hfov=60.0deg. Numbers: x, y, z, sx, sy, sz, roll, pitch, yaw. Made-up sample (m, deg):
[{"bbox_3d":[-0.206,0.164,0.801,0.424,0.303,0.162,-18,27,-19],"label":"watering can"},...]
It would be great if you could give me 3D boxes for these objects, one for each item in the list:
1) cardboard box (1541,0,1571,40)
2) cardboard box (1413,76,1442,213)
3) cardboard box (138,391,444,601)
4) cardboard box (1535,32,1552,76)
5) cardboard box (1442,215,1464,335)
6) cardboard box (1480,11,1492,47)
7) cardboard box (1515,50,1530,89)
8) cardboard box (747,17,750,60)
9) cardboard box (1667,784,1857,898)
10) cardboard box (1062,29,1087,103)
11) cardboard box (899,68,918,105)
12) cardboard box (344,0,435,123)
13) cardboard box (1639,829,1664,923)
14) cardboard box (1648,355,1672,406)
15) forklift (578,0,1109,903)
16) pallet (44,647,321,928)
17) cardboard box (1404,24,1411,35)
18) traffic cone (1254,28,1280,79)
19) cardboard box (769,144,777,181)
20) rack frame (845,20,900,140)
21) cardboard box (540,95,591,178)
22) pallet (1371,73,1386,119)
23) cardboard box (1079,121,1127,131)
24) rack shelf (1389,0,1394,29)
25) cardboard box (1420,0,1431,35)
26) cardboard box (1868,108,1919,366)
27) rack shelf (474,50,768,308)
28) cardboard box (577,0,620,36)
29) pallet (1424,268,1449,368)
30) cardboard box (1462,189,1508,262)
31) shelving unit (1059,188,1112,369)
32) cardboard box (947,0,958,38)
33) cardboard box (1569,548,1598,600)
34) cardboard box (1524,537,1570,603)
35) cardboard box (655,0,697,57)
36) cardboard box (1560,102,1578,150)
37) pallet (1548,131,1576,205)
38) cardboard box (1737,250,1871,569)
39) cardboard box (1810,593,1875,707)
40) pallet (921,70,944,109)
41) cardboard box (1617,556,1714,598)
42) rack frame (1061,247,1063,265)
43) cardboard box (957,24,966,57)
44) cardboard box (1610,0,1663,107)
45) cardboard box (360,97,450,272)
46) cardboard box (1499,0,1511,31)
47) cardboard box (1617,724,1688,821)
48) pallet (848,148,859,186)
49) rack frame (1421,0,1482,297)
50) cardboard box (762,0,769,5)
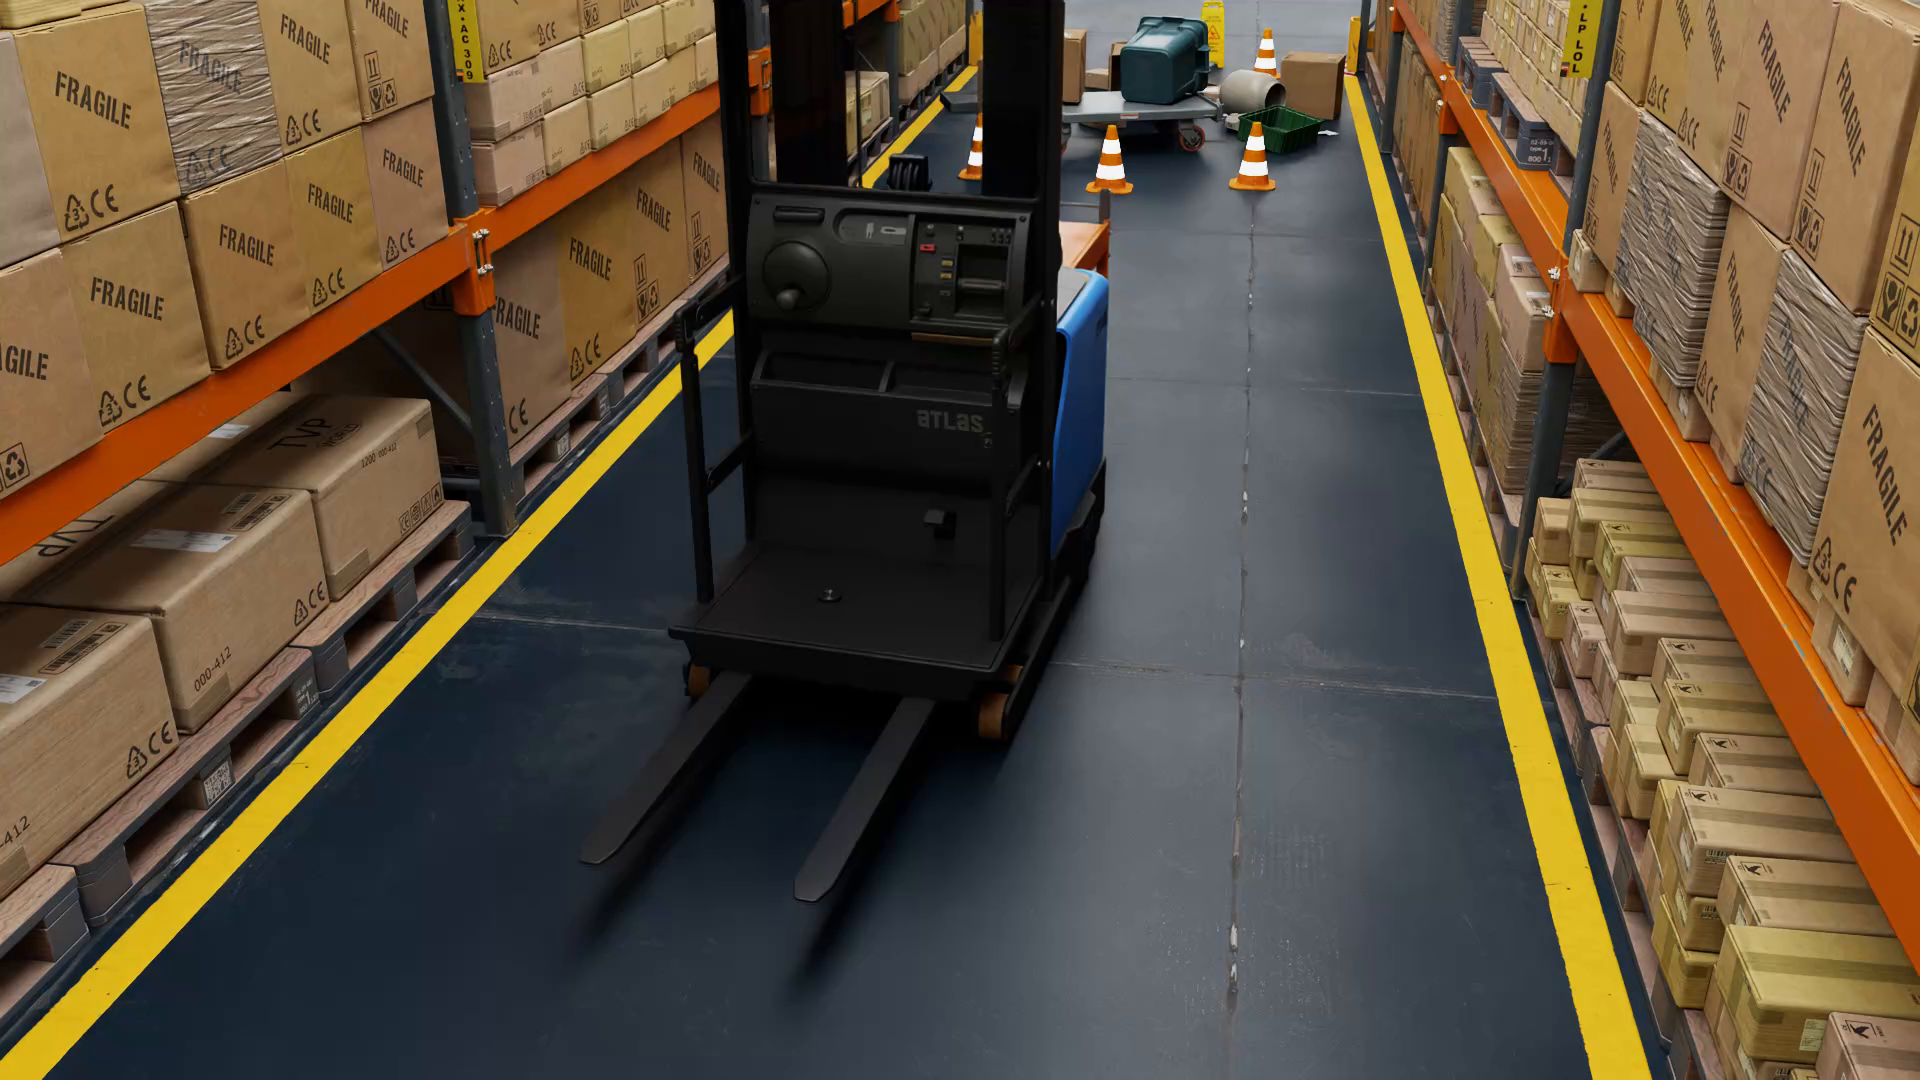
[{"bbox_3d":[2.667,-2.187,6.983,0.380,0.149,0.250,3,25,6],"label":"cardboard box"},{"bbox_3d":[3.562,-2.573,10.867,1.050,0.750,0.750,4,25,9],"label":"cardboard box"},{"bbox_3d":[-2.528,-0.190,6.144,0.875,0.438,0.875,4,25,8],"label":"cardboard box"},{"bbox_3d":[2.663,-2.057,7.057,0.380,0.149,0.250,4,25,9],"label":"cardboard box"},{"bbox_3d":[2.788,-1.357,8.564,0.500,0.500,0.500,4,25,9],"label":"cardboard box"},{"bbox_3d":[2.962,-2.691,8.761,0.380,0.149,0.250,4,25,8],"label":"cardboard box"},{"bbox_3d":[2.747,-2.136,7.576,0.380,0.149,0.250,4,25,9],"label":"cardboard box"},{"bbox_3d":[-1.492,-2.791,9.351,0.500,0.250,0.500,3,25,7],"label":"cardboard box"},{"bbox_3d":[1.872,0.713,3.855,0.380,0.149,0.250,5,26,10],"label":"cardboard box"},{"bbox_3d":[0.749,-3.861,13.516,0.500,0.500,0.500,4,25,9],"label":"cardboard box"},{"bbox_3d":[-0.649,-3.934,14.364,0.500,0.250,0.500,3,25,6],"label":"cardboard box"},{"bbox_3d":[-2.124,-1.697,5.539,0.500,0.500,0.500,4,25,8],"label":"cardboard box"},{"bbox_3d":[1.949,0.878,4.204,0.380,0.149,0.250,5,25,10],"label":"cardboard box"},{"bbox_3d":[2.095,-0.462,4.496,0.380,0.149,0.250,4,25,9],"label":"cardboard box"},{"bbox_3d":[-0.291,-0.857,5.123,1.130,2.935,3.031,7,26,14],"label":"forklift"},{"bbox_3d":[-2.718,0.672,5.065,1.003,0.211,1.213,4,25,9],"label":"pallet"},{"bbox_3d":[4.060,-3.946,13.654,0.875,0.875,0.875,4,25,9],"label":"cardboard box"},{"bbox_3d":[3.054,-4.861,16.588,0.336,0.463,0.334,4,25,9],"label":"traffic cone"},{"bbox_3d":[-1.563,-2.324,10.780,0.950,0.372,0.625,2,25,5],"label":"cardboard box"},{"bbox_3d":[-1.012,-4.761,13.383,1.000,3.000,0.127,4,25,9],"label":"rack frame"},{"bbox_3d":[-1.904,-1.729,7.083,0.500,0.250,0.500,3,25,7],"label":"cardboard box"},{"bbox_3d":[4.287,-4.022,15.093,1.003,0.211,1.213,4,25,9],"label":"pallet"},{"bbox_3d":[1.239,-3.715,14.373,0.258,0.266,0.396,-14,29,-27],"label":"cardboard box"},{"bbox_3d":[4.215,-4.971,14.680,1.077,0.370,4.000,4,25,9],"label":"rack shelf"},{"bbox_3d":[3.208,-3.457,10.480,0.500,0.500,0.500,4,25,8],"label":"cardboard box"},{"bbox_3d":[1.839,-0.495,2.621,0.500,0.500,0.500,3,25,7],"label":"cardboard box"},{"bbox_3d":[-1.993,-1.926,8.175,1.077,0.370,4.000,4,25,9],"label":"rack shelf"},{"bbox_3d":[-1.824,-2.502,7.259,0.500,0.500,0.500,3,25,7],"label":"cardboard box"},{"bbox_3d":[3.105,-1.198,9.060,1.003,0.211,1.213,4,25,9],"label":"pallet"},{"bbox_3d":[2.706,-1.495,7.975,0.500,0.250,0.500,4,25,9],"label":"cardboard box"},{"bbox_3d":[0.297,-0.879,7.301,0.538,1.125,1.048,7,26,14],"label":"shelving unit"},{"bbox_3d":[-0.314,-5.147,16.071,0.500,0.500,0.500,5,26,10],"label":"cardboard box"},{"bbox_3d":[2.253,0.093,5.529,0.380,0.149,0.250,4,25,9],"label":"cardboard box"},{"bbox_3d":[2.204,0.117,5.830,0.380,0.149,0.250,3,25,6],"label":"cardboard box"},{"bbox_3d":[-1.638,-2.596,8.345,0.500,0.250,0.500,3,25,7],"label":"cardboard box"},{"bbox_3d":[2.535,-1.583,6.396,0.380,0.149,0.250,4,25,8],"label":"cardboard box"},{"bbox_3d":[2.849,-1.337,6.295,1.003,0.211,1.213,4,25,9],"label":"pallet"},{"bbox_3d":[1.909,-0.255,3.288,0.500,0.500,0.500,4,25,9],"label":"cardboard box"},{"bbox_3d":[1.824,0.201,3.079,0.380,0.149,0.250,5,25,10],"label":"cardboard box"},{"bbox_3d":[-0.740,-4.293,15.673,1.003,0.211,1.213,4,25,9],"label":"pallet"},{"bbox_3d":[2.204,0.178,4.998,0.380,0.149,0.250,3,25,7],"label":"cardboard box"},{"bbox_3d":[0.162,-0.671,6.857,0.500,1.125,0.032,7,26,14],"label":"rack frame"},{"bbox_3d":[-0.229,-5.012,16.668,0.500,0.250,0.500,4,25,8],"label":"cardboard box"},{"bbox_3d":[2.267,-1.575,4.929,0.500,0.500,0.500,5,25,10],"label":"cardboard box"},{"bbox_3d":[-2.143,-1.249,5.762,0.500,0.500,0.500,4,25,9],"label":"cardboard box"},{"bbox_3d":[2.875,-2.585,8.184,0.380,0.149,0.250,3,25,7],"label":"cardboard box"},{"bbox_3d":[1.965,0.626,4.390,0.380,0.149,0.250,4,25,9],"label":"cardboard box"},{"bbox_3d":[-1.335,-2.661,12.185,1.003,0.211,1.213,4,25,9],"label":"pallet"},{"bbox_3d":[3.234,-2.787,9.167,1.000,3.000,0.127,4,25,9],"label":"rack frame"},{"bbox_3d":[-1.350,-3.403,10.284,0.380,0.149,0.250,2,25,5],"label":"cardboard box"}]
